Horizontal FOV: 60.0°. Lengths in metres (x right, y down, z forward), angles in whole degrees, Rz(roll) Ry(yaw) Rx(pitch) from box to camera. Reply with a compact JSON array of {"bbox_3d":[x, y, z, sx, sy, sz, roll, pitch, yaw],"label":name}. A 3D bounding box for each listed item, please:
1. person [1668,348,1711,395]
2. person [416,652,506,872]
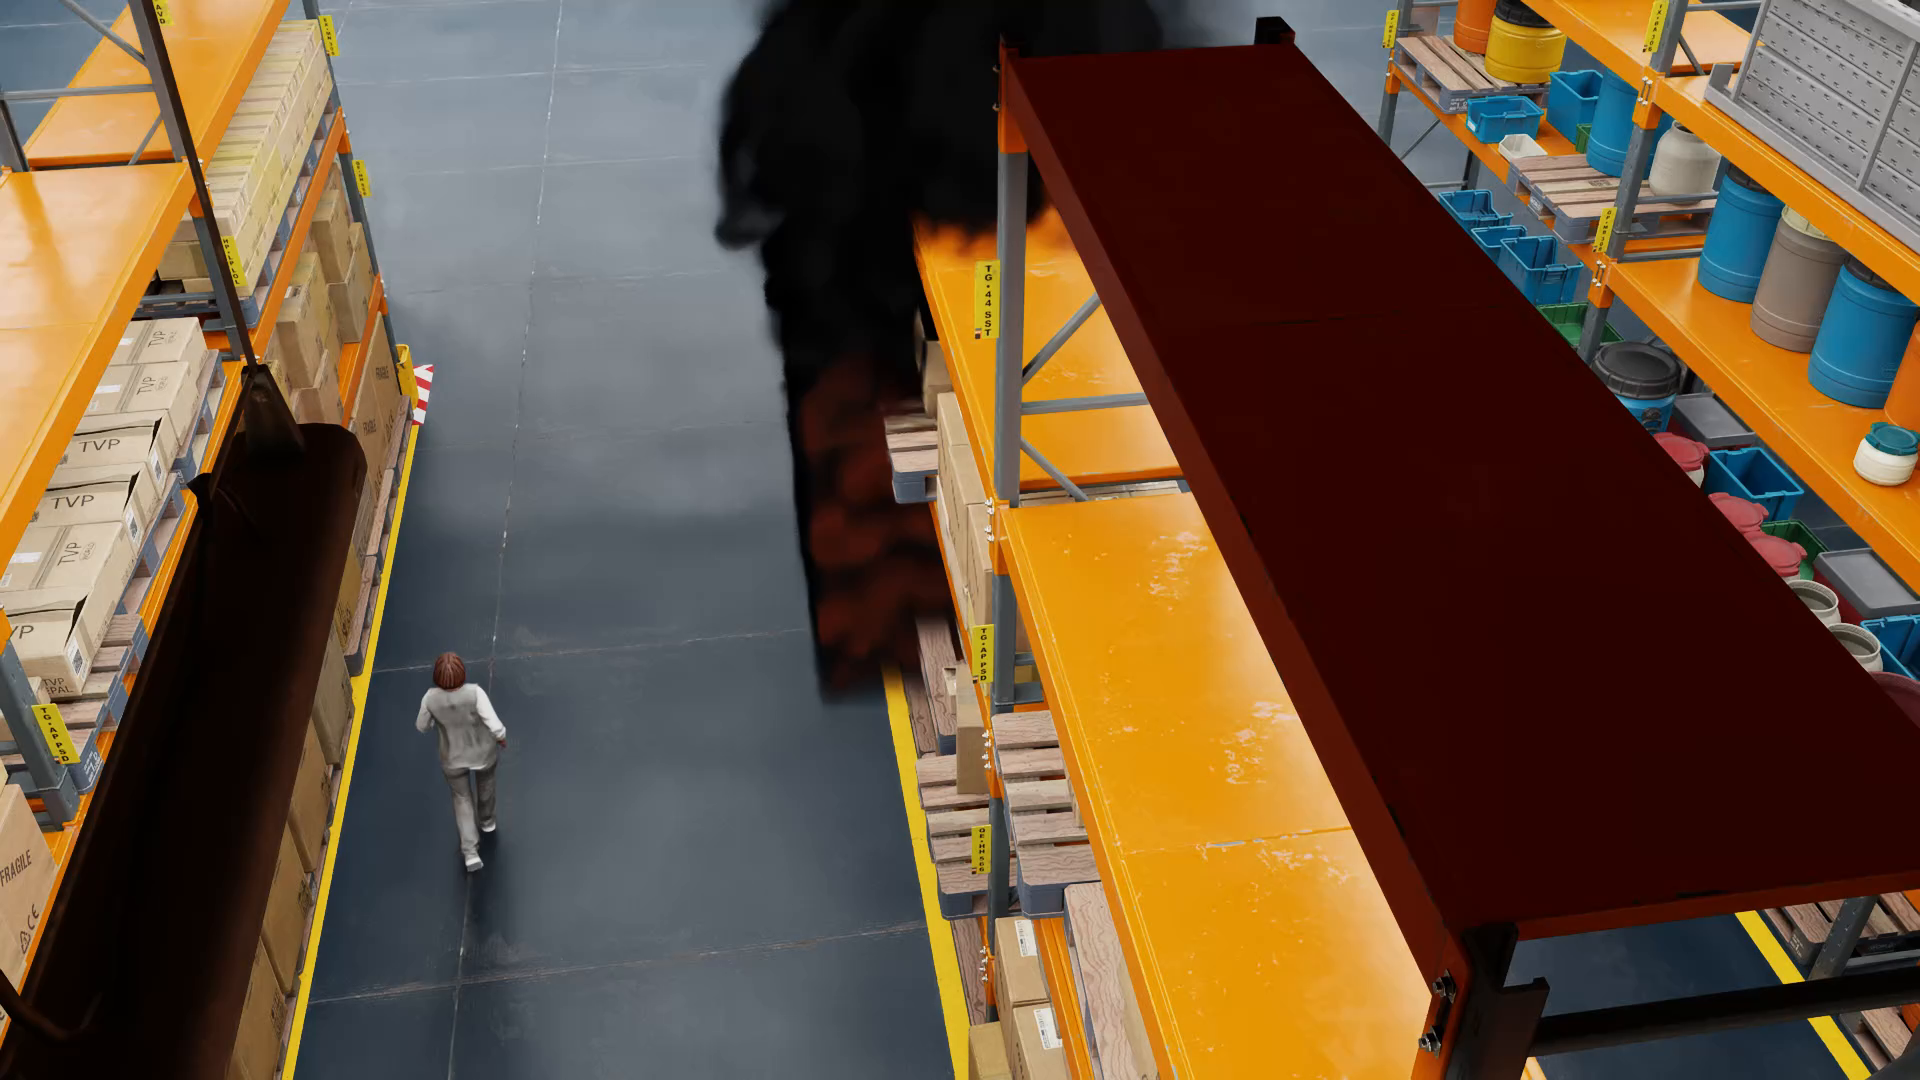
[{"bbox_3d":[6.108,-1.332,13.811,0.562,1.721,0.885,-10,38,-14],"label":"person"},{"bbox_3d":[-3.031,1.356,10.255,0.538,1.575,0.804,-7,37,-10],"label":"person"}]
